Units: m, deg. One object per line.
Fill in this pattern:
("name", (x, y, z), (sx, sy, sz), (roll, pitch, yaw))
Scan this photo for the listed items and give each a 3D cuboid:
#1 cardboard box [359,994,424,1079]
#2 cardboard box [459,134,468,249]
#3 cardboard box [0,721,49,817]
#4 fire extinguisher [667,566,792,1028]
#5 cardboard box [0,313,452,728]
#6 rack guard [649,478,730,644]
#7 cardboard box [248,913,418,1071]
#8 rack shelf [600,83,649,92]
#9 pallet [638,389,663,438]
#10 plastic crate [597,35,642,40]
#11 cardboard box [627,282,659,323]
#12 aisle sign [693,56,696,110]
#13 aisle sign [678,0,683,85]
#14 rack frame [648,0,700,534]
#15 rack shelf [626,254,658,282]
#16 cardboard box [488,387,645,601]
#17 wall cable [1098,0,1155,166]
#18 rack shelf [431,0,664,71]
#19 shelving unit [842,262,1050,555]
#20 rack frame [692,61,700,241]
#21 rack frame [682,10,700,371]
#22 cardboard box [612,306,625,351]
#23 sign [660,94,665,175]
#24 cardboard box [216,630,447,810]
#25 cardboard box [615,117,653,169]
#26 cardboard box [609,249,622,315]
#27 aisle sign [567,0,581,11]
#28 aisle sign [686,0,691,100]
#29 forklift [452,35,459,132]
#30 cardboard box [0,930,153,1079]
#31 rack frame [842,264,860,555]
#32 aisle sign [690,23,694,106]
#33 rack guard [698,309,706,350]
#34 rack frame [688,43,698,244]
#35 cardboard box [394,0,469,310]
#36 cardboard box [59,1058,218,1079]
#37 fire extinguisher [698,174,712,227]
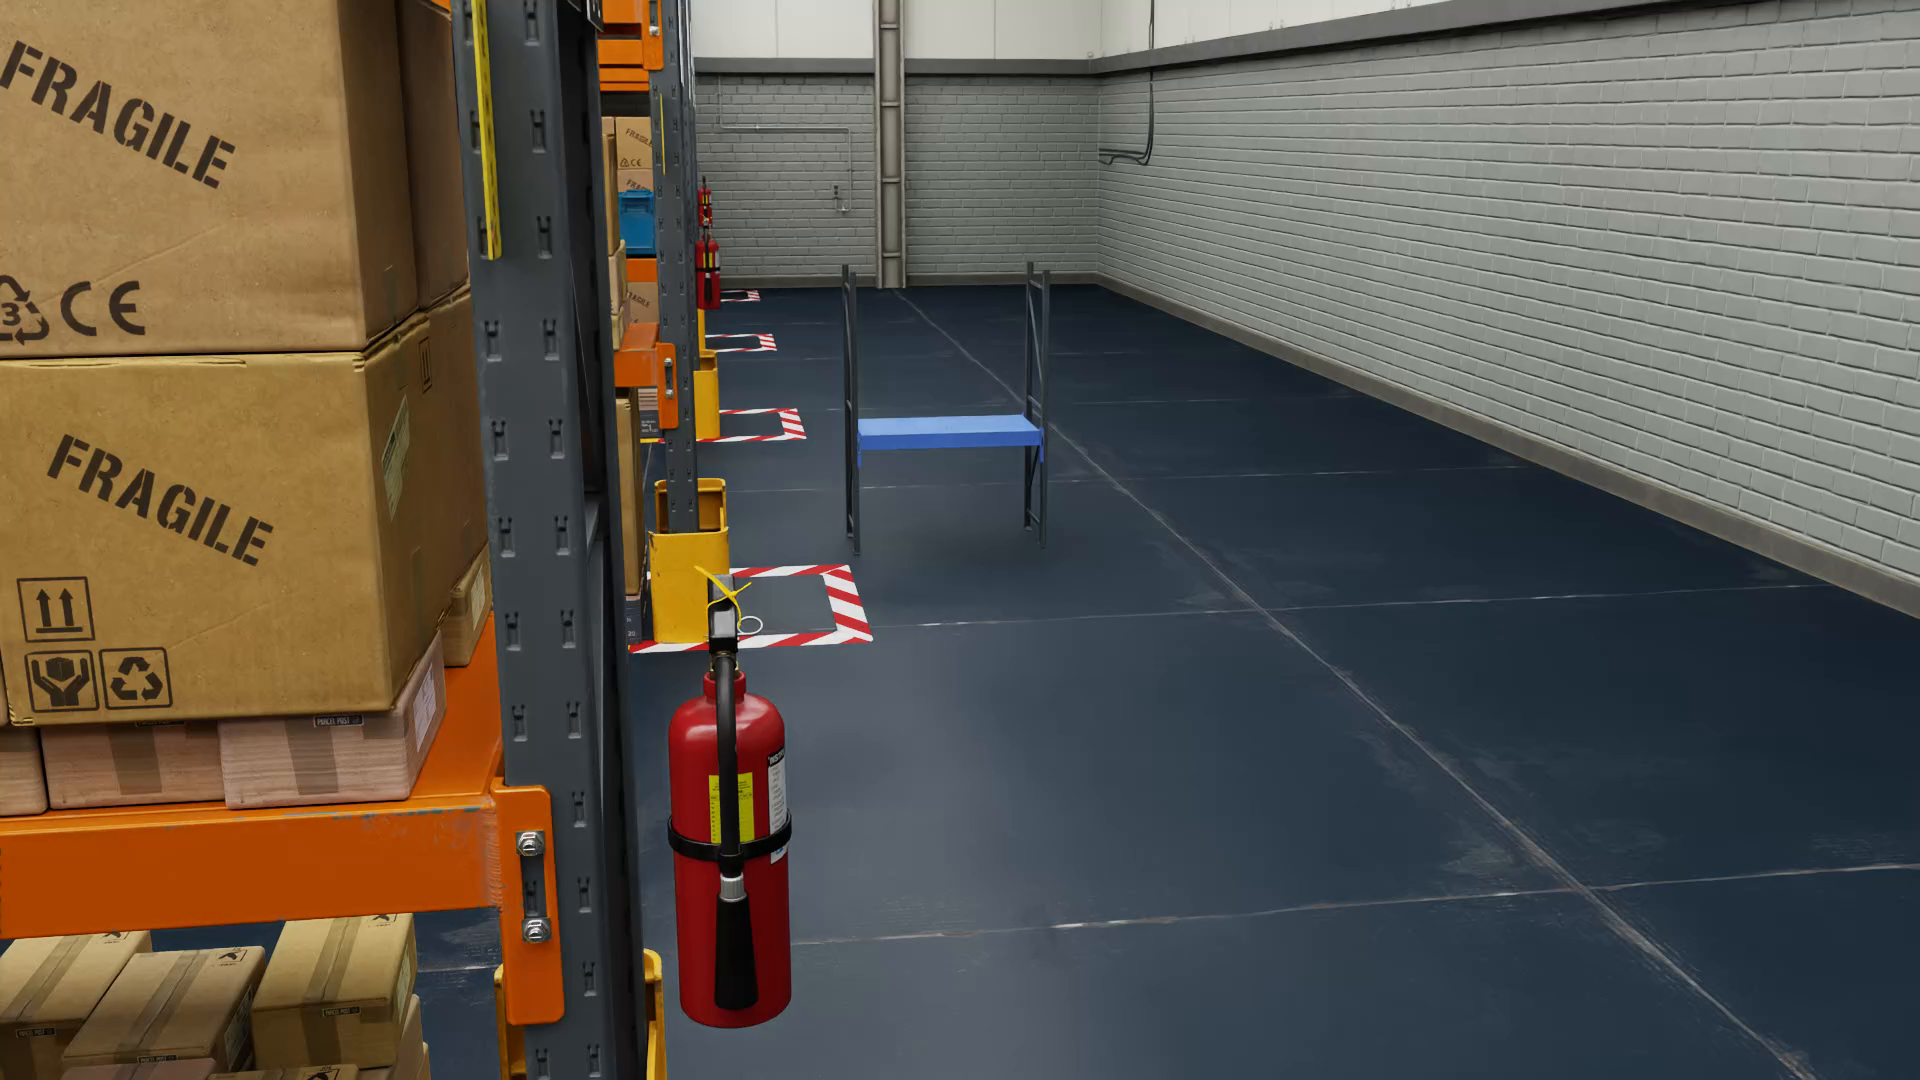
("cardboard box", (-1.217, 1.052, 3.245), (0.250, 0.149, 0.380), (-1, 14, -6))
("cardboard box", (-2.309, -1.601, 7.595), (0.500, 0.500, 0.500), (-2, 14, -10))
("cardboard box", (-1.438, 0.275, 2.477), (0.250, 0.149, 0.380), (-2, 14, -9))
("fire extinguisher", (-0.342, 0.381, 2.463), (0.183, 0.674, 0.296), (-2, 14, -8))
("cardboard box", (-1.066, -0.054, 2.455), (0.500, 0.500, 0.500), (-2, 14, -7))
("rack guard", (-1.275, 0.075, 7.894), (0.348, 0.500, 1.175), (-2, 14, -8))
("cardboard box", (-1.229, 0.888, 3.288), (0.250, 0.149, 0.380), (-3, 14, -11))
("rack shelf", (-5.491, -5.744, 21.273), (4.000, 0.370, 1.077), (-2, 14, -8))
("pallet", (-2.858, -0.955, 12.595), (1.213, 0.211, 1.003), (-2, 14, -8))
("plastic crate", (-2.459, -3.772, 12.200), (0.590, 0.269, 0.497), (-2, 14, -8))
("cardboard box", (-3.272, -2.441, 17.025), (0.500, 0.500, 0.500), (-2, 14, -8))
("aisle sign", (-3.397, -5.902, 21.246), (0.004, 0.787, 0.394), (-2, 14, -8))
("aisle sign", (-1.183, -2.328, 6.993), (0.004, 0.787, 0.394), (-2, 14, -8))
("rack frame", (-1.299, -1.136, 7.587), (0.127, 3.000, 1.000), (-2, 14, -8))
("rack shelf", (-4.015, -1.906, 12.136), (4.000, 0.370, 1.077), (-2, 14, -8))
("cardboard box", (-1.920, -0.267, 7.625), (0.875, 0.875, 0.875), (-2, 14, -8))
("wall cable", (2.133, -6.234, 21.962), (0.112, 2.526, 3.097), (-2, 14, -8))
("rack shelf", (-3.277, -2.170, 7.020), (4.000, 0.370, 1.077), (-2, 14, -8))
("shelving unit", (-0.084, -0.724, 9.027), (1.048, 1.500, 0.538), (-2, 14, -8))
("rack frame", (-3.513, -4.711, 21.840), (0.127, 3.000, 1.000), (-2, 14, -8))
("rack frame", (-2.037, -2.328, 12.337), (0.127, 3.000, 1.000), (-2, 14, -8))
("cardboard box", (-1.602, -0.922, 7.250), (0.250, 0.149, 0.380), (-2, 14, -7))
("sign", (-1.232, -1.682, 6.895), (0.005, 0.325, 0.100), (-2, 14, -8))
("cardboard box", (-0.941, 0.262, 2.527), (0.250, 0.149, 0.380), (-2, 14, -8))
("cardboard box", (-3.170, -3.971, 16.627), (0.500, 0.500, 0.500), (-2, 14, -9))
("cardboard box", (-1.739, -1.127, 7.244), (0.500, 0.250, 0.500), (-2, 14, -9))
("aisle sign", (-0.543, -1.131, 2.221), (0.004, 0.787, 0.394), (-2, 14, -8))
("aisle sign", (-1.922, -3.521, 11.751), (0.004, 0.787, 0.394), (-2, 14, -8))
("forklift", (-3.545, -1.591, 9.541), (3.031, 2.935, 1.130), (-3, 14, -10))
("cardboard box", (-1.752, 0.905, 3.220), (0.250, 0.149, 0.380), (-2, 14, -8))
("rack frame", (-0.587, -0.706, 8.954), (0.032, 1.500, 0.500), (-2, 14, -8))
("aisle sign", (-2.658, -4.709, 16.489), (0.004, 0.787, 0.394), (-2, 14, -8))
("rack guard", (-2.846, -2.304, 17.382), (0.348, 0.500, 1.175), (-2, 14, -8))
("rack frame", (-2.771, -3.519, 17.089), (0.127, 3.000, 1.000), (-2, 14, -8))
("cardboard box", (-1.144, -0.665, 2.835), (0.500, 0.500, 0.500), (-2, 14, -9))
("cardboard box", (-1.403, 1.026, 2.737), (0.250, 0.149, 0.380), (-2, 14, -7))
("fire extinguisher", (-3.295, -4.387, 21.474), (0.183, 0.674, 0.296), (-2, 14, -8))
